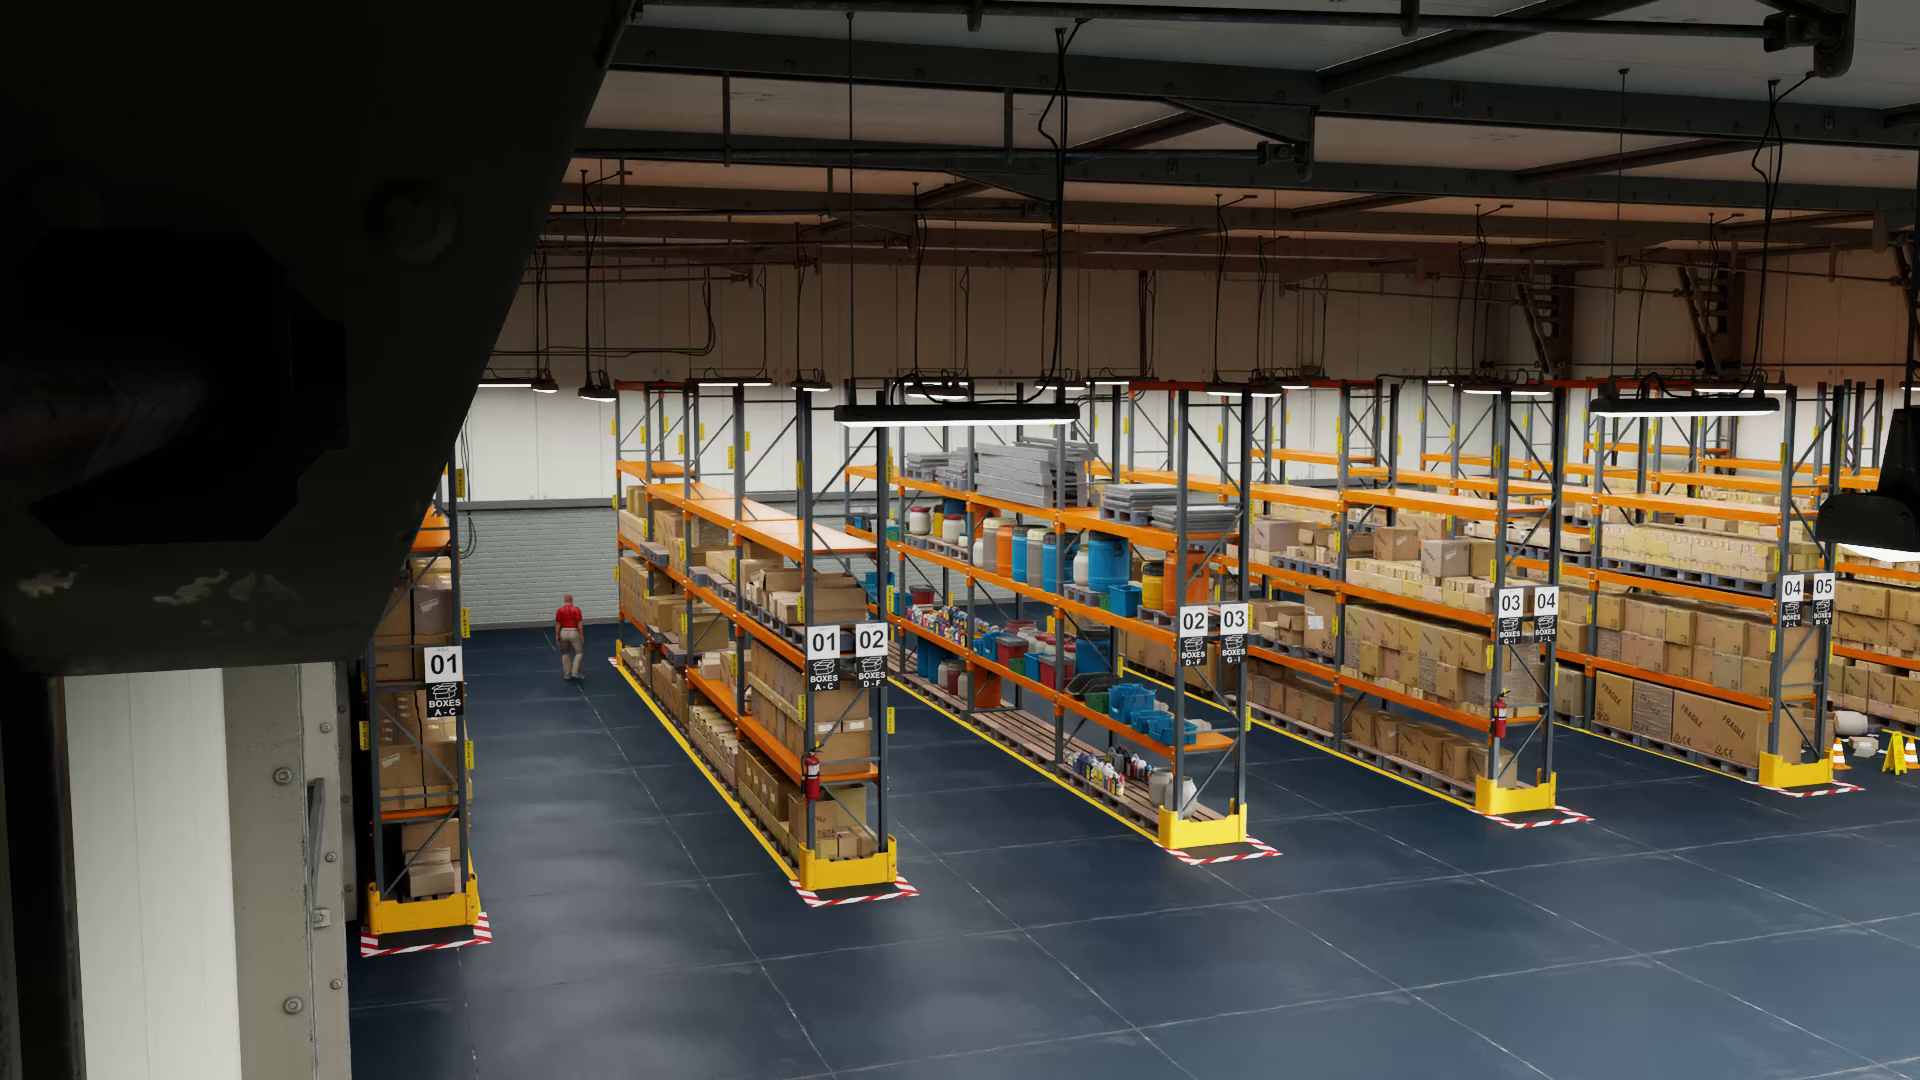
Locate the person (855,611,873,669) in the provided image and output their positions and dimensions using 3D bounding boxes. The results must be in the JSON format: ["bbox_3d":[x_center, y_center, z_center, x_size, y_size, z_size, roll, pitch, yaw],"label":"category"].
[{"bbox_3d":[-1.824,2.100,31.254,0.572,1.622,0.624,-2,6,-18],"label":"person"}]

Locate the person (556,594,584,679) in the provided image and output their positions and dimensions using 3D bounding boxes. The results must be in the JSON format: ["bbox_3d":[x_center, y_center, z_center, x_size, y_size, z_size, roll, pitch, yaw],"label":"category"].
[{"bbox_3d":[-7.838,1.950,33.397,0.576,1.722,0.533,1,6,6],"label":"person"}]

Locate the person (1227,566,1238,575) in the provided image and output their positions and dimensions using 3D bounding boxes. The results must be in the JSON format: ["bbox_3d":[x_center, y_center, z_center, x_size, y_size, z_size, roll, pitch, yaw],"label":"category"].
[{"bbox_3d":[6.908,1.058,41.618,0.545,1.750,1.006,6,8,43],"label":"person"}]
